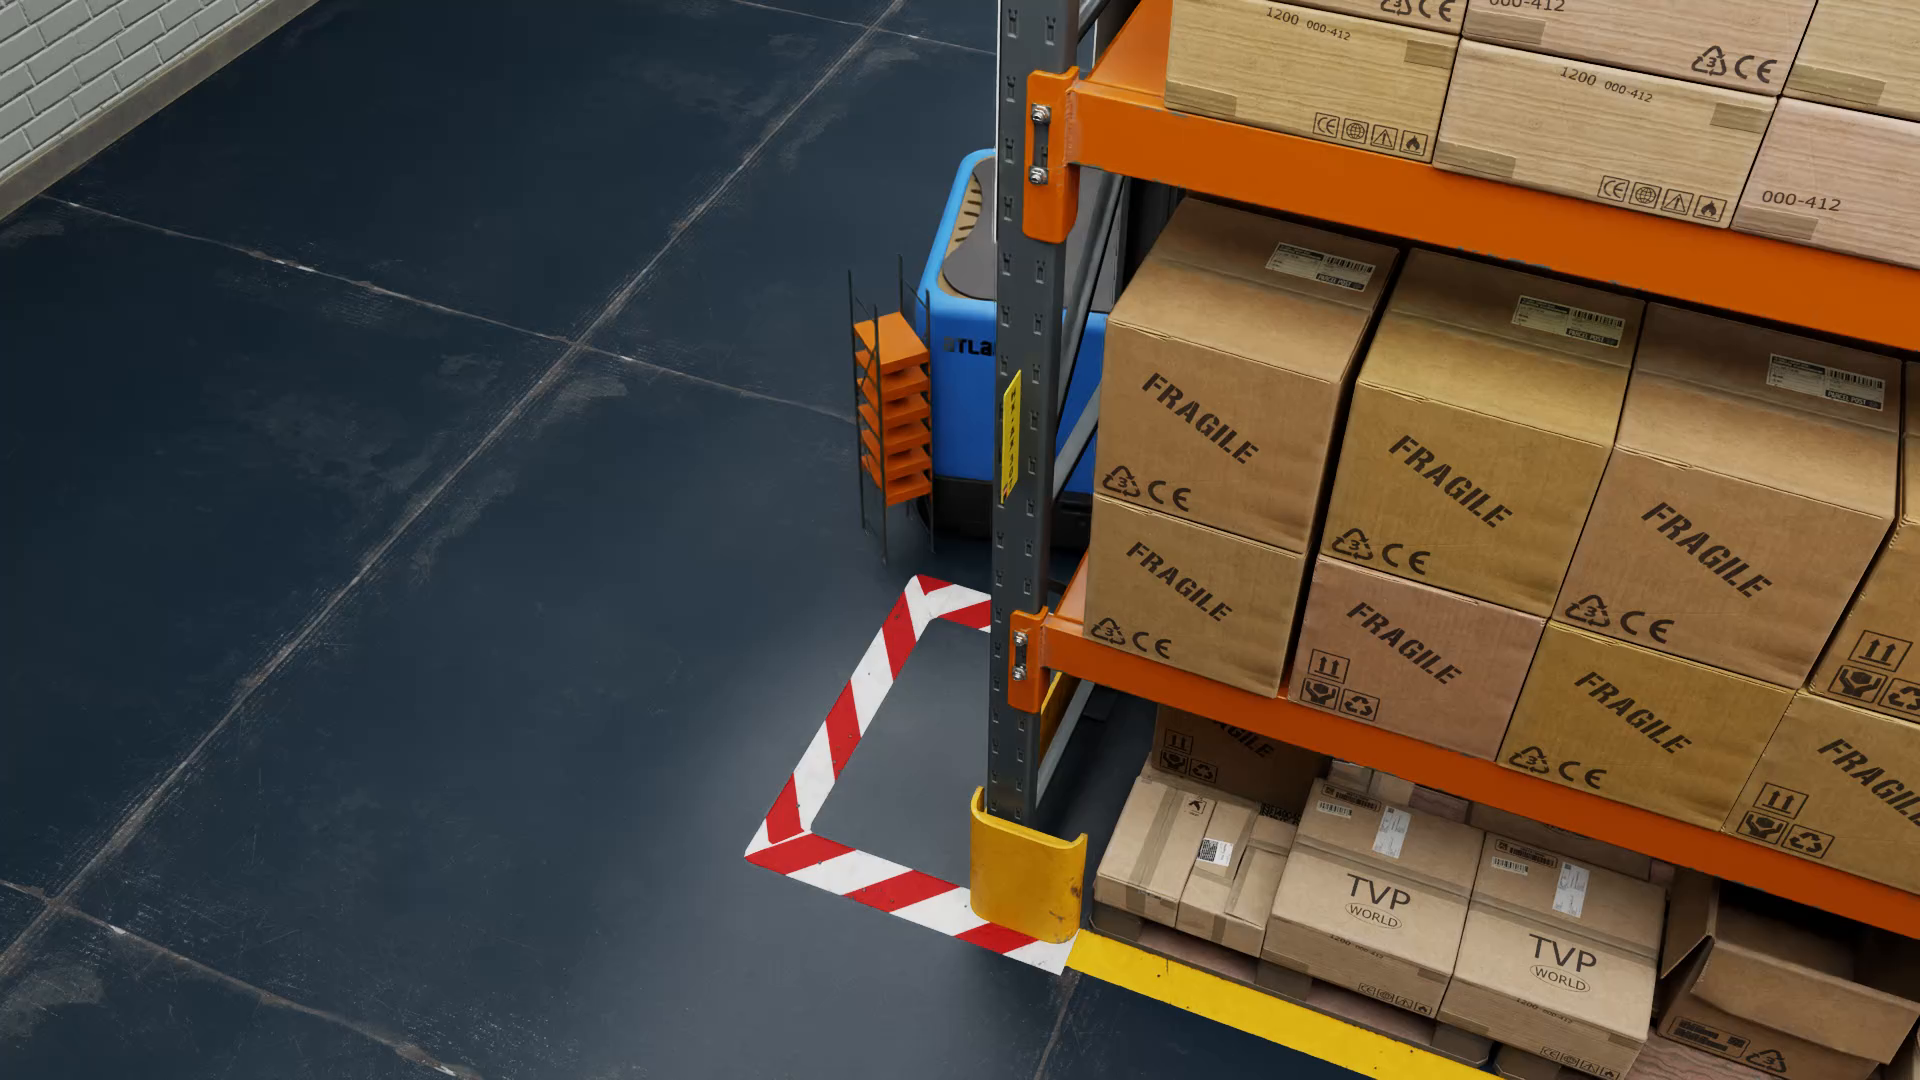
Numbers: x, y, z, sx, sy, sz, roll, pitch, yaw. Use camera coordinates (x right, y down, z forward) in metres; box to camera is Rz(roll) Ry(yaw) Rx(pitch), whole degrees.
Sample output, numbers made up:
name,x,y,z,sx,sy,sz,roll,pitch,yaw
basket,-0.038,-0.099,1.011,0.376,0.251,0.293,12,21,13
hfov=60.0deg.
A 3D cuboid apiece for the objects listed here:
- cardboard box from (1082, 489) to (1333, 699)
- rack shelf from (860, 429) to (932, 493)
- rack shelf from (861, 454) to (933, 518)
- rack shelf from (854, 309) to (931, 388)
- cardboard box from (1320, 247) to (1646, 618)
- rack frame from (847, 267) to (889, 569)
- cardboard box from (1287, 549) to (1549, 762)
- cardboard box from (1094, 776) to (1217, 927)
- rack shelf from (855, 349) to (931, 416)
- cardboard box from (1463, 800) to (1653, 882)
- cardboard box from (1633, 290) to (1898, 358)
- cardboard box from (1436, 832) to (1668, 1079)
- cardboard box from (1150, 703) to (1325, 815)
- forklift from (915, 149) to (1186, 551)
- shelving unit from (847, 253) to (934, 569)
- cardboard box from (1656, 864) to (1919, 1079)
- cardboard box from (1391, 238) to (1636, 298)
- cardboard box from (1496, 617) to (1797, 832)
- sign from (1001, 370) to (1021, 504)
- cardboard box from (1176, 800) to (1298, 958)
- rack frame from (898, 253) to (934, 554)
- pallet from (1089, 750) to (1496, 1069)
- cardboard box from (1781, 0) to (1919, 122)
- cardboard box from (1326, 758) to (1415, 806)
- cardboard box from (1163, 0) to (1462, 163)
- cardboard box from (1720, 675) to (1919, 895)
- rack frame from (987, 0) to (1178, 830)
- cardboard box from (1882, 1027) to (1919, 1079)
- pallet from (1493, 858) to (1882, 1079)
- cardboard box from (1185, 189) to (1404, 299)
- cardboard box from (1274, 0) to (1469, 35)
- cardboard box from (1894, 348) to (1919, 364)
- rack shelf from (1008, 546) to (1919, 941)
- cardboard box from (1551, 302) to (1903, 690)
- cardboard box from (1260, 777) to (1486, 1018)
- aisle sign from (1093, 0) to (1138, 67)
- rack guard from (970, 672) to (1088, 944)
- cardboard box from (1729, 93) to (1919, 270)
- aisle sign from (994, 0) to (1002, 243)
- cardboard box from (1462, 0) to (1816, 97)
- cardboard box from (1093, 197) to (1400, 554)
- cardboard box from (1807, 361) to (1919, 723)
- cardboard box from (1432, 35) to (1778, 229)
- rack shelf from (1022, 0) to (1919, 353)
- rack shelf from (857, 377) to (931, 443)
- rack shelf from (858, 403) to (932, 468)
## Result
name,x,y,z,sx,sy,sz,roll,pitch,yaw
cardboard box,0.633,-0.020,4.072,0.500,0.500,0.500,17,47,17
rack shelf,-0.234,-0.306,5.940,0.180,0.103,0.258,-19,48,-18
rack shelf,-0.234,-0.220,6.024,0.180,0.103,0.258,-19,48,-18
rack shelf,-0.234,-0.646,5.601,0.180,0.103,0.258,-19,48,-18
cardboard box,1.118,-0.237,3.582,0.500,0.500,0.500,17,47,16
rack frame,-0.317,-0.394,5.796,0.006,1.200,0.240,-19,48,-18
cardboard box,1.111,0.117,3.935,0.500,0.500,0.500,16,47,15
cardboard box,0.579,0.916,4.912,0.250,0.149,0.380,16,47,16
rack shelf,-0.234,-0.561,5.686,0.180,0.103,0.258,-19,48,-18
cardboard box,1.786,0.807,4.949,0.500,0.250,0.500,16,47,16
cardboard box,1.788,-0.450,3.796,0.500,0.500,0.500,18,47,17
cardboard box,1.640,1.146,4.609,0.500,0.250,0.500,16,47,16
cardboard box,0.921,0.441,5.140,0.500,0.500,0.500,16,47,16
forklift,1.403,-1.229,5.407,3.031,2.935,1.130,7,45,7
shelving unit,-0.234,-0.422,5.824,0.189,1.200,0.258,-19,48,-18
cardboard box,2.280,1.032,4.544,0.637,0.503,0.797,16,47,16
cardboard box,1.308,-0.588,3.934,0.500,0.500,0.500,18,47,17
cardboard box,1.573,0.255,3.796,0.500,0.500,0.500,16,47,16
sign,0.116,-0.230,3.741,0.005,0.325,0.100,16,47,16
cardboard box,0.809,0.977,4.838,0.250,0.166,0.380,16,47,16
rack frame,-0.152,-0.450,5.852,0.006,1.200,0.240,-19,48,-18
pallet,1.131,0.949,5.147,1.213,0.211,1.003,16,47,16
cardboard box,1.621,-0.883,2.636,0.500,0.250,0.500,16,47,16
cardboard box,1.260,0.728,5.088,0.250,0.166,0.380,16,47,16
cardboard box,0.701,-0.981,3.089,0.500,0.250,0.500,16,47,16
cardboard box,2.034,0.392,3.658,0.500,0.500,0.500,17,47,16
rack frame,0.325,-0.276,4.401,0.127,3.000,1.000,16,47,16
cardboard box,2.689,1.433,4.277,0.500,0.311,0.500,16,47,16
pallet,2.253,1.281,4.813,1.213,0.211,1.003,16,47,16
cardboard box,0.841,-0.724,4.071,0.500,0.500,0.500,16,47,15
cardboard box,0.698,-1.155,2.909,0.500,0.250,0.500,16,47,16
cardboard box,2.262,-0.310,3.655,0.500,0.500,0.500,18,48,17
rack shelf,2.170,0.522,4.109,4.000,0.370,1.077,16,47,16
cardboard box,1.578,-0.098,3.442,0.500,0.500,0.500,17,47,16
cardboard box,1.179,1.011,4.745,0.500,0.250,0.500,16,47,16
aisle sign,0.380,-1.416,3.703,0.004,0.787,0.394,16,47,16
rack guard,0.395,0.631,5.262,0.348,0.500,1.175,16,47,16
cardboard box,1.619,-0.703,2.809,0.500,0.250,0.500,16,47,16
aisle sign,0.149,-1.025,3.311,0.004,0.787,0.394,16,47,16
cardboard box,1.157,-1.014,2.768,0.500,0.250,0.500,16,47,16
cardboard box,0.633,-0.374,3.719,0.500,0.500,0.500,18,48,17
cardboard box,2.047,0.039,3.304,0.500,0.500,0.500,16,47,15
cardboard box,1.157,-0.837,2.944,0.500,0.250,0.500,16,47,16
rack shelf,2.170,-0.541,3.051,4.000,0.370,1.077,16,47,16
rack shelf,-0.234,-0.476,5.770,0.180,0.103,0.258,-19,48,-18
rack shelf,-0.234,-0.391,5.855,0.180,0.103,0.258,-19,48,-18
